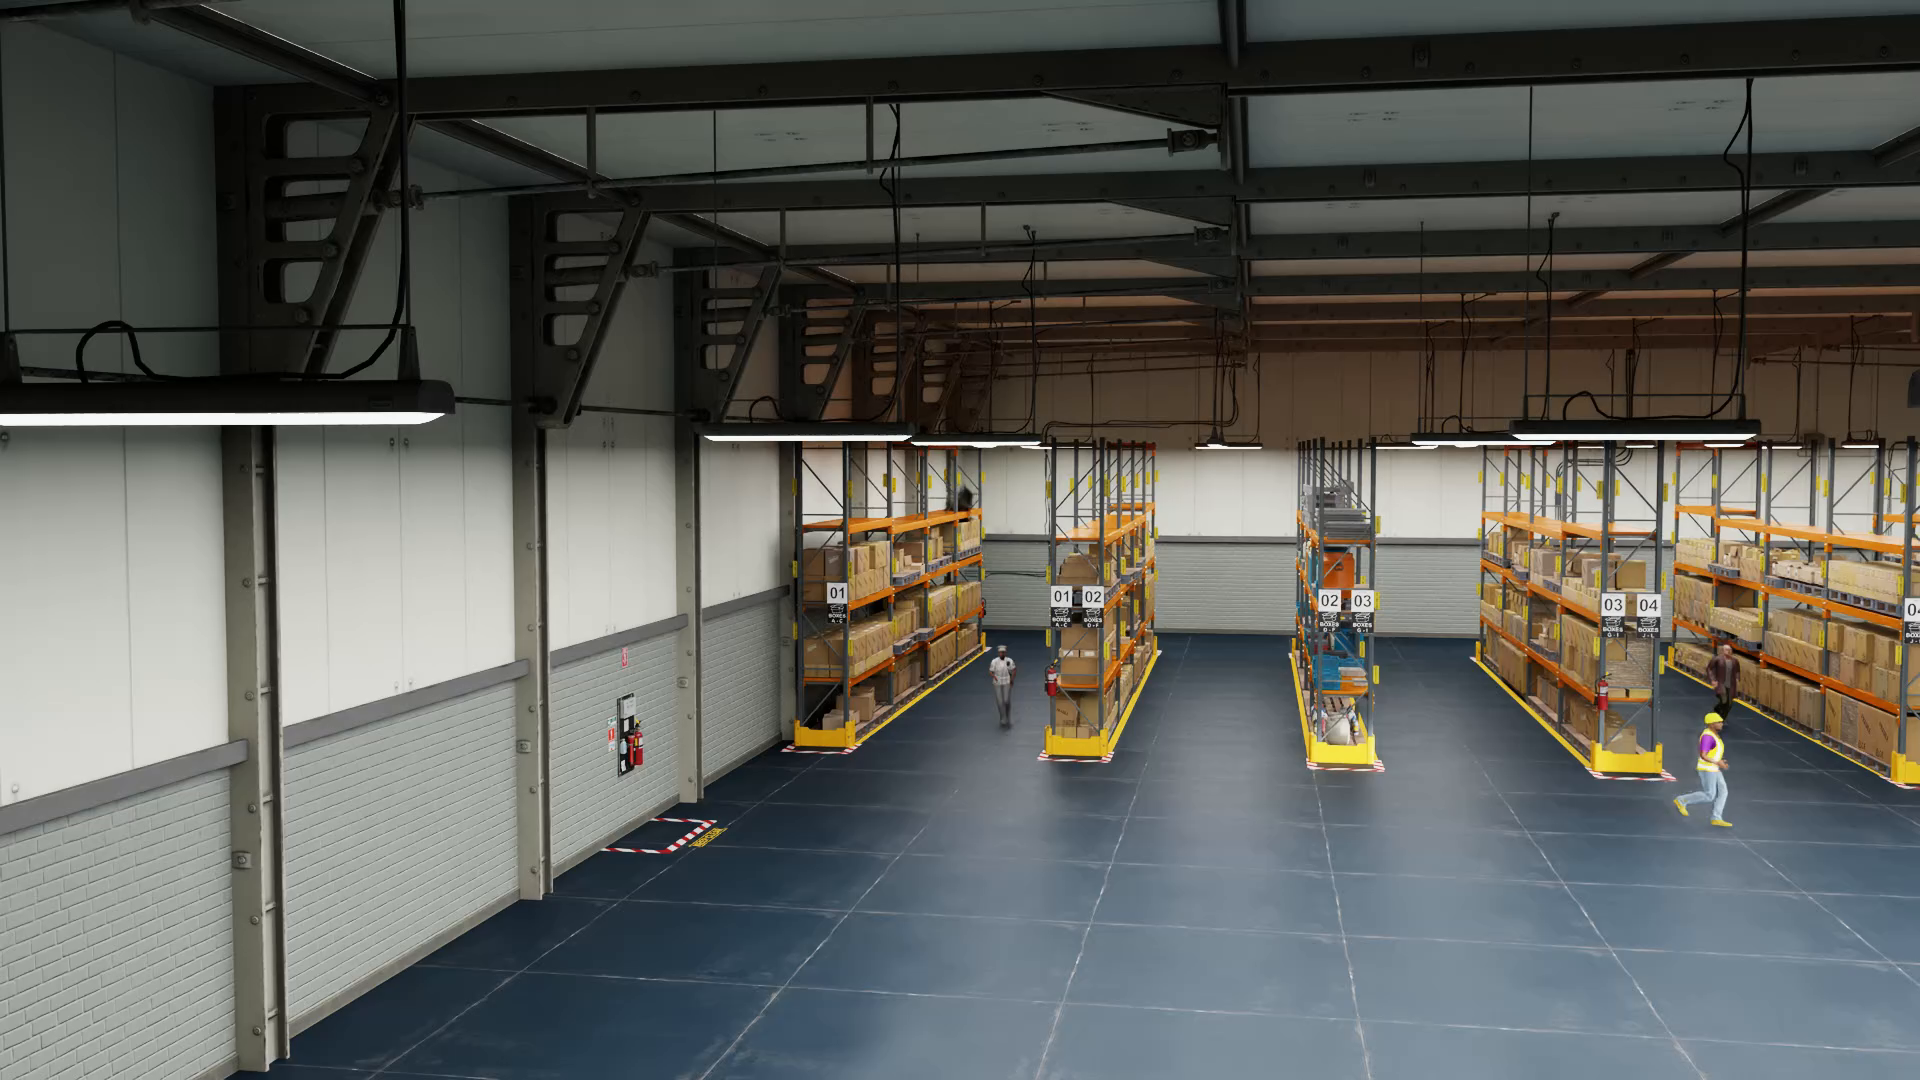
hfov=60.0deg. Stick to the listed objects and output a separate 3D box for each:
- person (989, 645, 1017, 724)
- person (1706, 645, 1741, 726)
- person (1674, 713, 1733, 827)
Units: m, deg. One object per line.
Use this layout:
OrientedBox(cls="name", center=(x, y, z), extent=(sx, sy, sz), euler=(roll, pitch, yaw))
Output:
OrientedBox(cls="person", center=(0.888, 3.038, 34.890), extent=(0.573, 1.678, 0.616), euler=(0, 3, 6))
OrientedBox(cls="person", center=(15.930, 3.035, 34.606), extent=(0.660, 1.715, 0.650), euler=(0, 3, 1))
OrientedBox(cls="person", center=(11.439, 3.506, 25.490), extent=(0.781, 1.734, 0.688), euler=(2, 4, 33))
